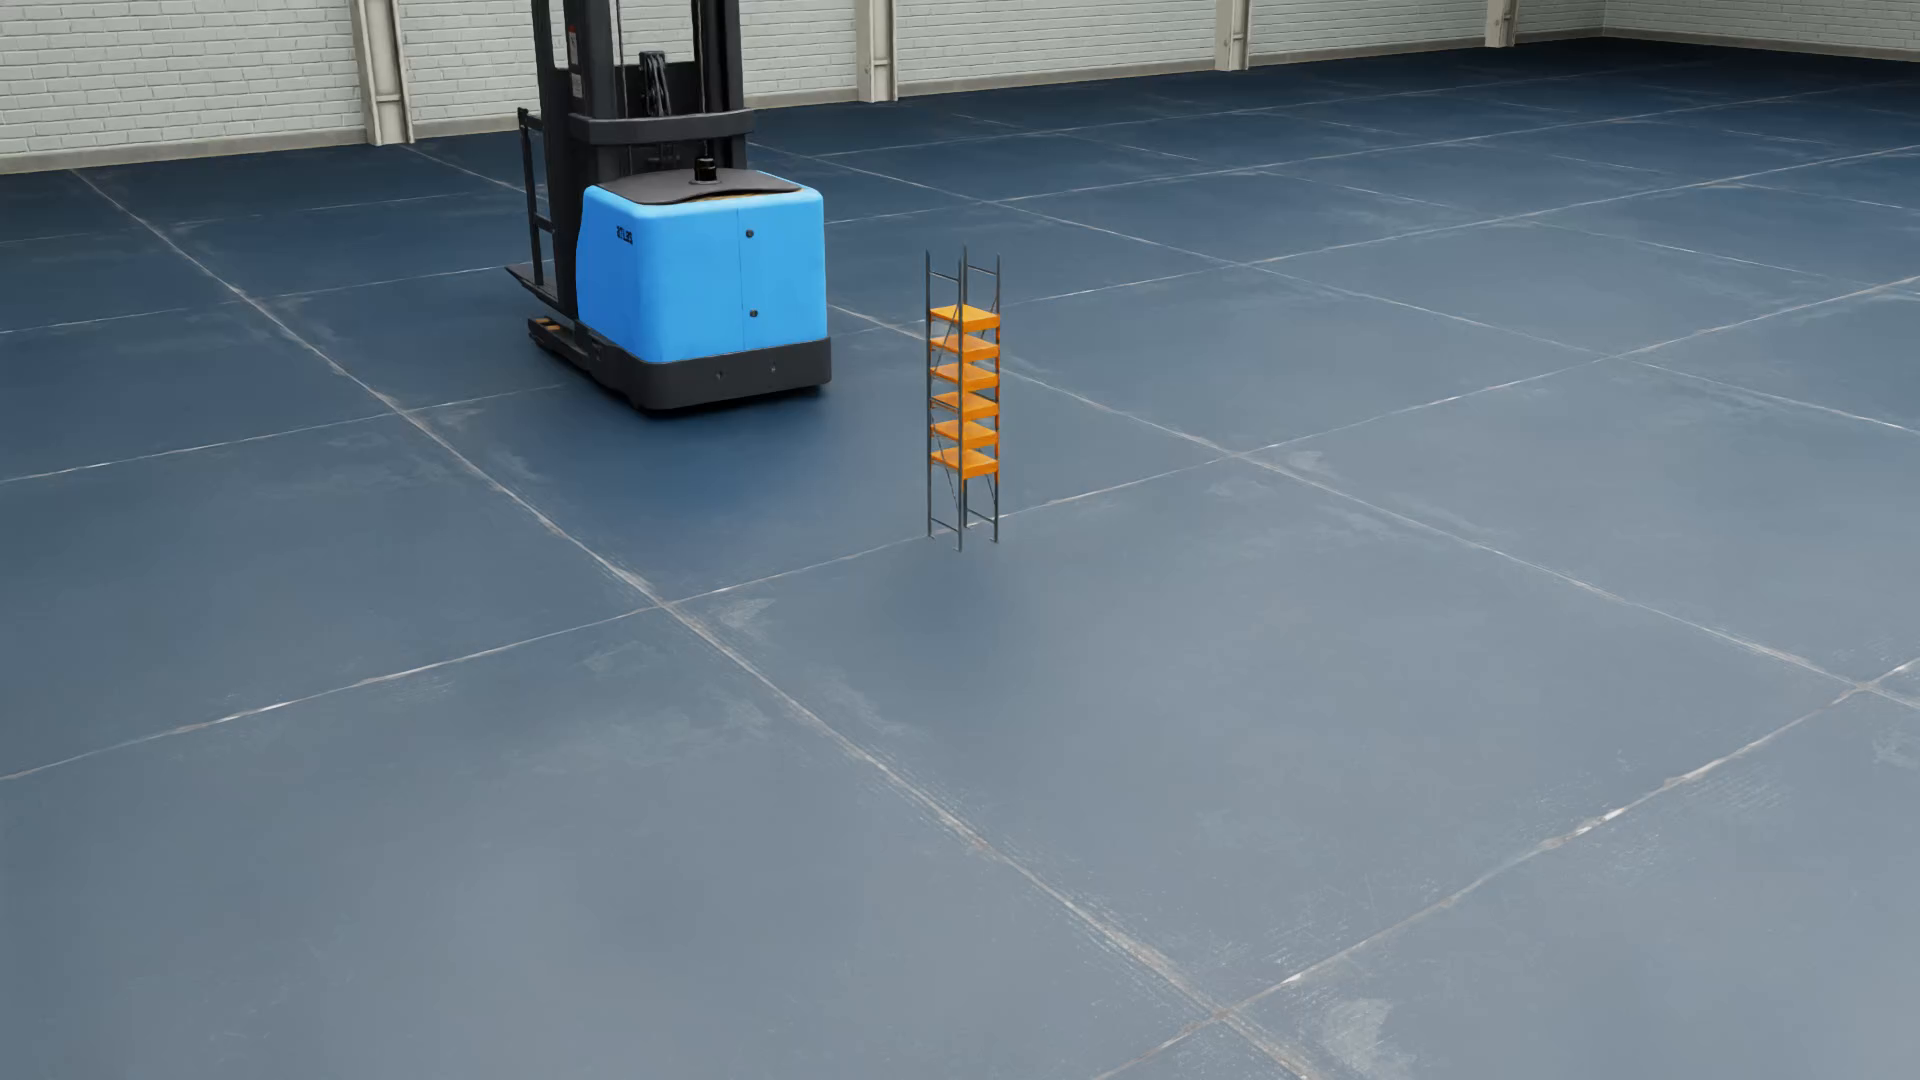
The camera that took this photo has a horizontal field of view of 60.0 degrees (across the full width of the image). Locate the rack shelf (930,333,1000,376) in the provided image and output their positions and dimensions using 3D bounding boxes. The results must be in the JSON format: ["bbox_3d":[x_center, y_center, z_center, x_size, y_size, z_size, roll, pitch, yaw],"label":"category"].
[{"bbox_3d":[0.012,-0.742,6.609,0.180,0.103,0.258,-15,26,-33],"label":"rack shelf"}]

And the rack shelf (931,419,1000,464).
[{"bbox_3d":[0.012,-0.408,6.743,0.180,0.103,0.258,-15,26,-33],"label":"rack shelf"}]

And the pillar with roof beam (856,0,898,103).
[{"bbox_3d":[1.504,-8.291,15.531,0.400,9.000,9.100,-15,26,-33],"label":"pillar with roof beam"}]

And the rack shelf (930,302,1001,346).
[{"bbox_3d":[0.012,-0.853,6.565,0.180,0.103,0.258,-15,26,-33],"label":"rack shelf"}]

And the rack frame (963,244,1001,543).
[{"bbox_3d":[0.086,-0.580,6.731,0.006,1.200,0.240,-15,26,-33],"label":"rack frame"}]

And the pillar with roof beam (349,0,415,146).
[{"bbox_3d":[-3.367,-6.992,12.276,0.400,9.000,9.100,-15,26,-33],"label":"pillar with roof beam"}]

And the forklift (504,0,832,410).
[{"bbox_3d":[-1.873,-2.514,9.242,1.130,2.935,3.031,-13,25,-29],"label":"forklift"}]

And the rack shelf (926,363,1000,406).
[{"bbox_3d":[0.012,-0.631,6.654,0.180,0.103,0.258,-15,26,-33],"label":"rack shelf"}]

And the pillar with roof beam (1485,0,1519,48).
[{"bbox_3d":[11.245,-10.888,22.040,0.400,9.000,9.100,-15,26,-33],"label":"pillar with roof beam"}]

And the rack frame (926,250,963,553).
[{"bbox_3d":[-0.063,-0.541,6.632,0.006,1.200,0.240,-15,26,-33],"label":"rack frame"}]

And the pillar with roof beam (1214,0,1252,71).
[{"bbox_3d":[6.374,-9.589,18.785,0.400,9.000,9.100,-15,26,-33],"label":"pillar with roof beam"}]

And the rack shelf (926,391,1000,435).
[{"bbox_3d":[0.012,-0.519,6.698,0.180,0.103,0.258,-15,26,-33],"label":"rack shelf"}]

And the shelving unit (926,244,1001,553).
[{"bbox_3d":[0.012,-0.560,6.682,0.189,1.200,0.258,-15,26,-33],"label":"shelving unit"}]

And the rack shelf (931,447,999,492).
[{"bbox_3d":[0.012,-0.296,6.787,0.180,0.103,0.258,-15,26,-33],"label":"rack shelf"}]
